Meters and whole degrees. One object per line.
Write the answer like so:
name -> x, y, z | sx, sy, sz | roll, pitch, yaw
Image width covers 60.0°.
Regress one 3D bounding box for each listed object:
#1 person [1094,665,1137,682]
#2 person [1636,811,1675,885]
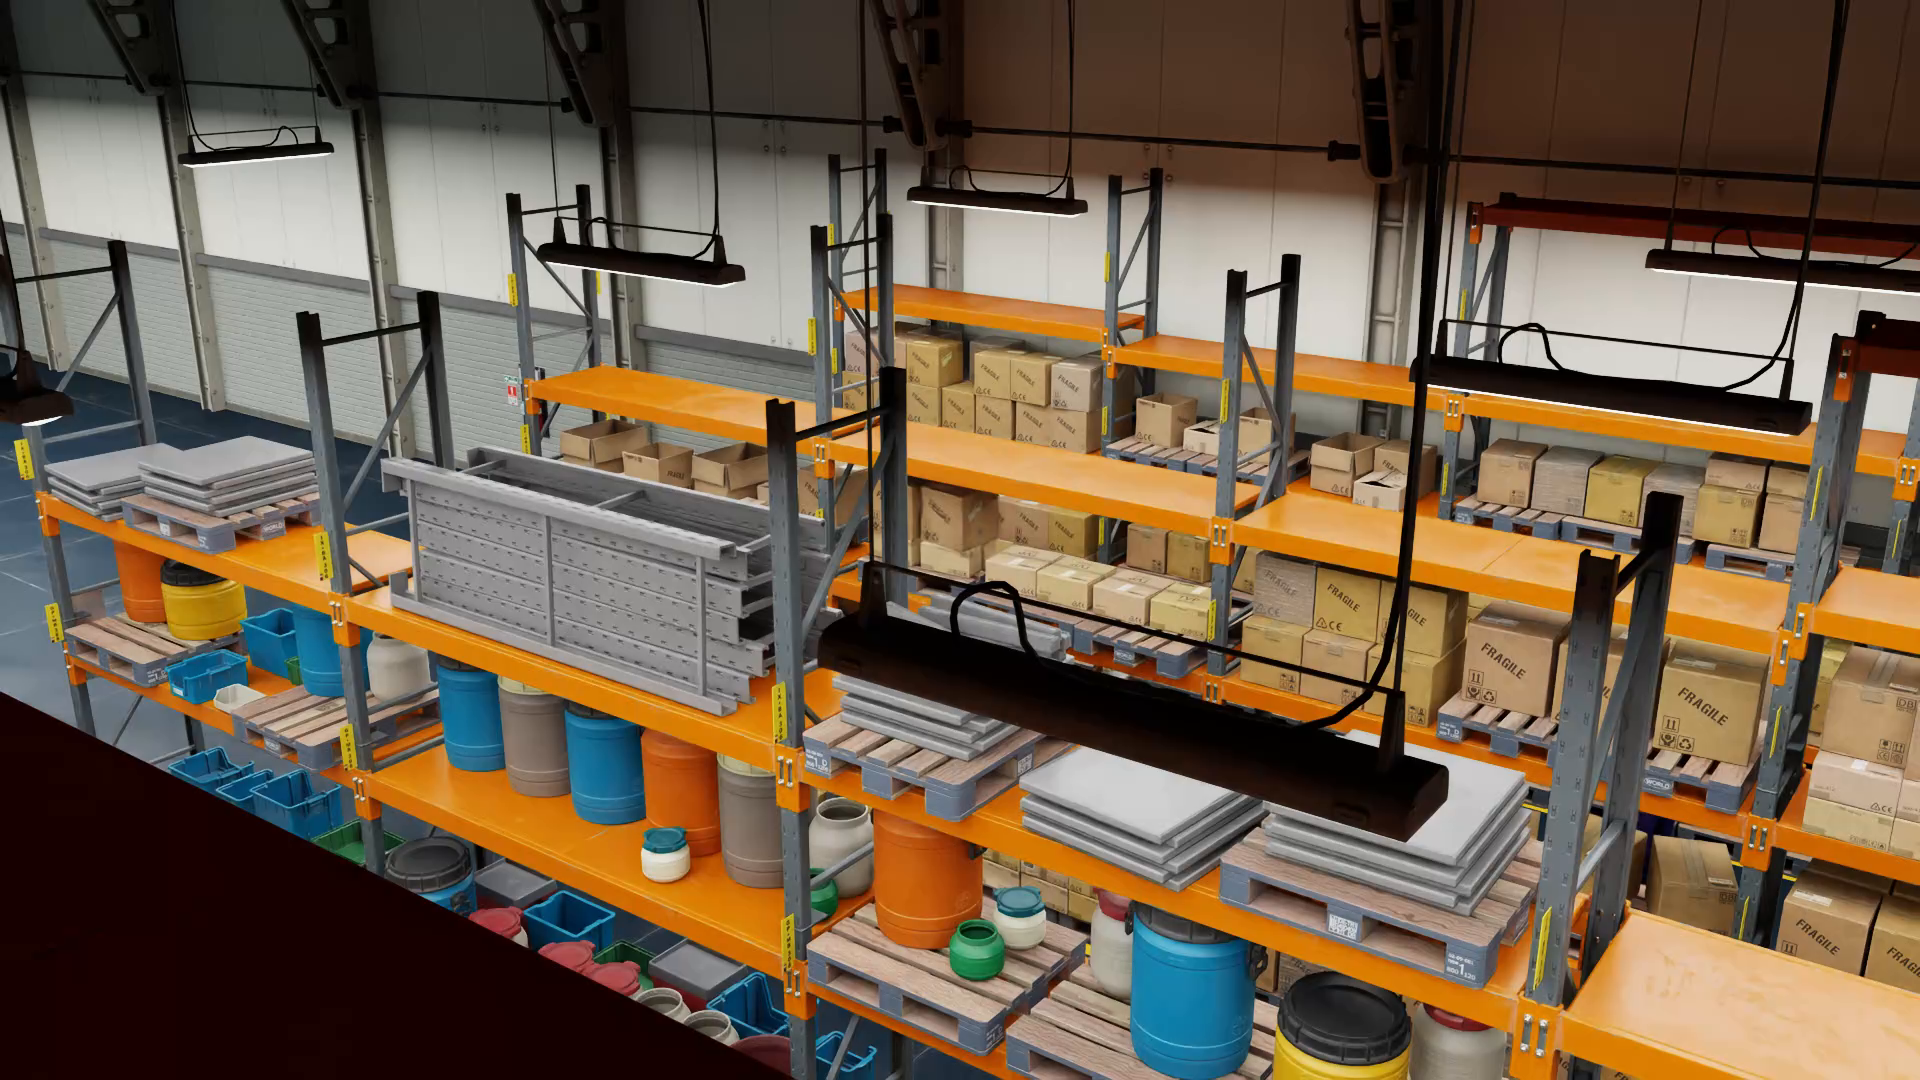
person -> 1.612, 1.481, 18.045 | 1.038, 1.621, 0.493 | 8, 20, 23
person -> 6.303, 2.457, 15.196 | 0.532, 1.648, 0.466 | -5, 19, -14
